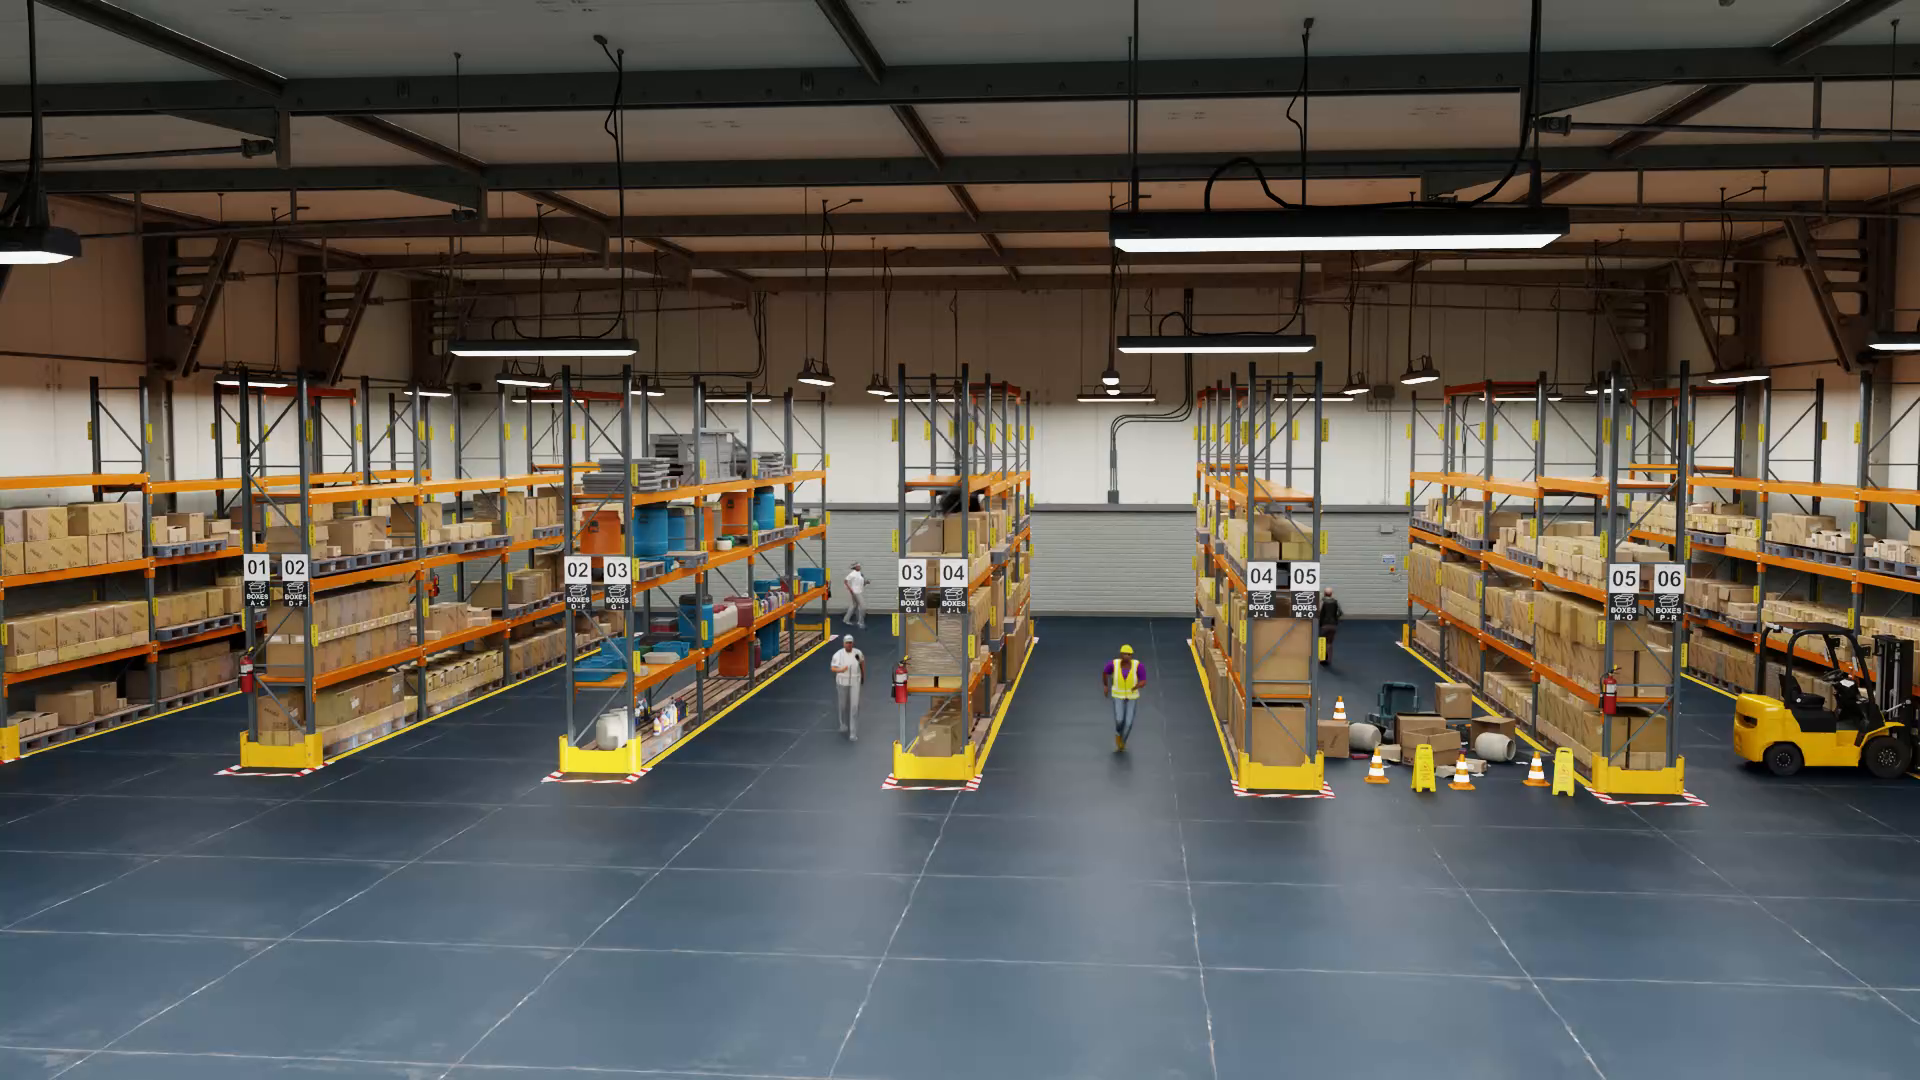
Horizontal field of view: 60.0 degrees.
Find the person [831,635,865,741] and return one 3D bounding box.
[{"bbox_3d":[-1.841,2.394,27.395,0.590,1.687,0.909,0,4,-7],"label":"person"}]

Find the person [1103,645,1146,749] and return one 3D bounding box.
[{"bbox_3d":[2.582,2.466,26.011,0.655,1.675,0.736,0,4,-2],"label":"person"}]

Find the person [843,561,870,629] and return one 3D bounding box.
[{"bbox_3d":[-2.674,1.412,42.810,0.772,1.758,0.545,1,4,13],"label":"person"}]

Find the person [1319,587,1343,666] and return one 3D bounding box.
[{"bbox_3d":[7.908,1.860,35.830,0.661,1.683,0.571,0,4,-6],"label":"person"}]
